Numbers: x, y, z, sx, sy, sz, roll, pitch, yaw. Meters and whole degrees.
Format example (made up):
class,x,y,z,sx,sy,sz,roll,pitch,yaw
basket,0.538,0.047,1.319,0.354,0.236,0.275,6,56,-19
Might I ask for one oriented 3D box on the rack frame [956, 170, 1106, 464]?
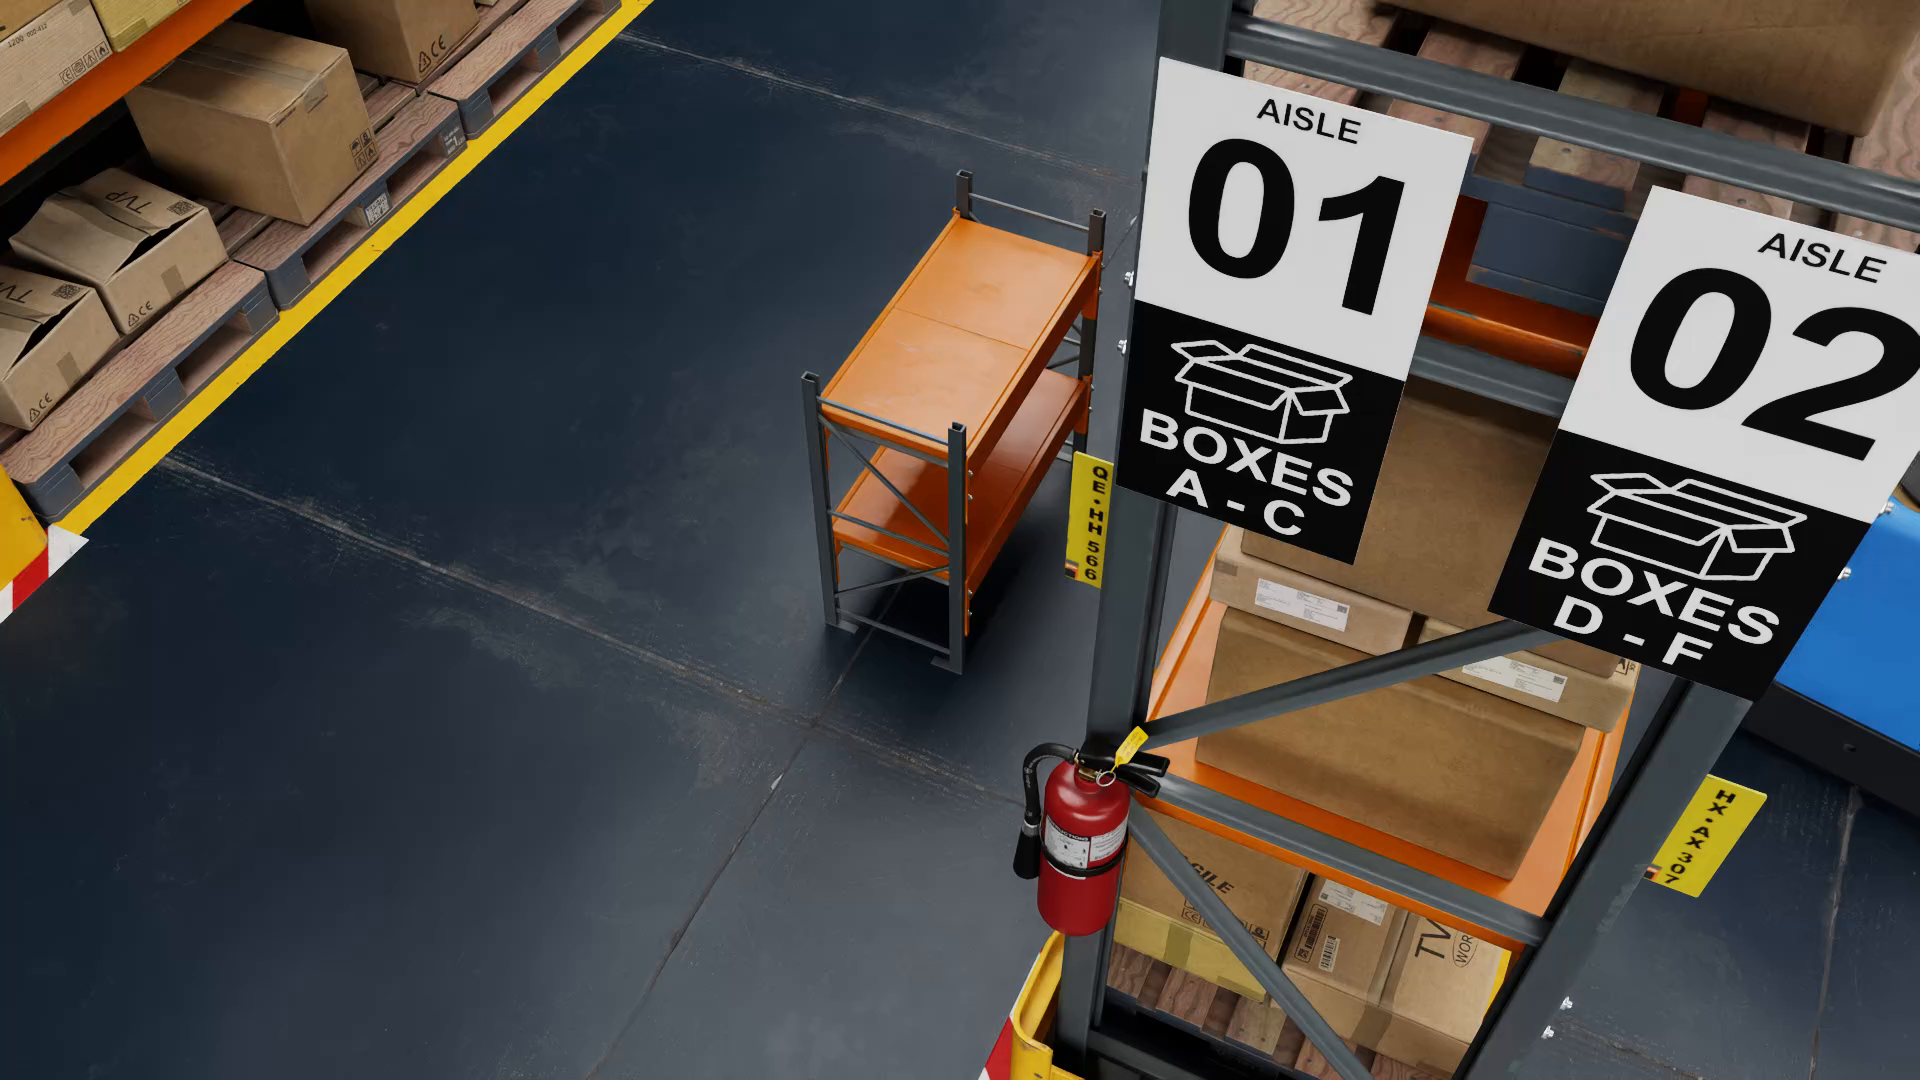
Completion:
class,x,y,z,sx,sy,sz,roll,pitch,yaw
rack frame,0.220,-0.719,5.623,0.500,1.125,0.032,20,52,16

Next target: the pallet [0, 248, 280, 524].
class,x,y,z,sx,sy,sz,roll,pitch,yaw
pallet,-3.348,-0.694,6.202,1.003,0.211,1.213,20,52,16

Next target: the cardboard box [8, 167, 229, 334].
class,x,y,z,sx,sy,sz,roll,pitch,yaw
cardboard box,-3.139,-1.108,6.200,0.500,0.311,0.500,24,54,19

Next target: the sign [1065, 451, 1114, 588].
class,x,y,z,sx,sy,sz,roll,pitch,yaw
sign,0.236,-0.026,2.887,0.100,0.325,0.005,20,52,16

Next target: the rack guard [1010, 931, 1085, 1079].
class,x,y,z,sx,sy,sz,roll,pitch,yaw
rack guard,0.711,1.439,4.198,1.175,0.500,0.348,20,52,16

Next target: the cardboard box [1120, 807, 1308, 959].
class,x,y,z,sx,sy,sz,roll,pitch,yaw
cardboard box,0.681,0.658,4.258,0.500,0.500,0.500,20,52,16

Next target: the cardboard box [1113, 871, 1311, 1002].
class,x,y,z,sx,sy,sz,roll,pitch,yaw
cardboard box,0.683,0.902,4.543,0.500,0.250,0.500,20,52,16

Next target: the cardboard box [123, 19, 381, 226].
class,x,y,z,sx,sy,sz,roll,pitch,yaw
cardboard box,-2.780,-1.658,6.544,0.700,0.500,0.500,17,52,14

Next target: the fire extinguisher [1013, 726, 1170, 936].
class,x,y,z,sx,sy,sz,roll,pitch,yaw
fire extinguisher,0.250,0.567,3.349,0.296,0.674,0.183,20,52,16

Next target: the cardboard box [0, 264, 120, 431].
class,x,y,z,sx,sy,sz,roll,pitch,yaw
cardboard box,-3.383,-0.716,5.866,0.500,0.311,0.500,14,51,12

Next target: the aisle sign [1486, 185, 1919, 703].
class,x,y,z,sx,sy,sz,roll,pitch,yaw
aisle sign,0.970,-0.086,2.146,0.394,0.787,0.004,20,52,16

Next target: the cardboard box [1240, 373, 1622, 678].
class,x,y,z,sx,sy,sz,roll,pitch,yaw
cardboard box,0.955,-0.195,3.029,0.700,0.500,0.500,20,52,16

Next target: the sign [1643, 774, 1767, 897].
class,x,y,z,sx,sy,sz,roll,pitch,yaw
sign,1.220,0.490,2.743,0.100,0.325,0.005,20,52,16

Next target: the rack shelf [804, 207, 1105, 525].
class,x,y,z,sx,sy,sz,roll,pitch,yaw
rack shelf,0.003,-0.559,5.103,0.538,0.278,1.000,20,52,16

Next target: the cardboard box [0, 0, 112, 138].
class,x,y,z,sx,sy,sz,roll,pitch,yaw
cardboard box,-3.055,-1.550,5.185,0.500,0.250,0.500,18,52,15

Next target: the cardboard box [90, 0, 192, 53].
class,x,y,z,sx,sy,sz,roll,pitch,yaw
cardboard box,-2.832,-1.899,5.482,0.500,0.250,0.500,19,52,16

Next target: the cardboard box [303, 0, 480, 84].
class,x,y,z,sx,sy,sz,roll,pitch,yaw
cardboard box,-2.458,-2.356,7.138,0.500,0.500,0.500,16,52,13

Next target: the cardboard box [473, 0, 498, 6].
class,x,y,z,sx,sy,sz,roll,pitch,yaw
cardboard box,-2.252,-2.598,7.562,0.380,0.166,0.250,14,51,11

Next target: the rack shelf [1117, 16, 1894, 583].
class,x,y,z,sx,sy,sz,roll,pitch,yaw
rack shelf,1.575,-1.504,3.563,1.077,0.370,4.000,20,52,16

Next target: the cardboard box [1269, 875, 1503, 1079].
class,x,y,z,sx,sy,sz,roll,pitch,yaw
cardboard box,1.151,1.070,4.400,0.500,0.250,0.500,20,52,16

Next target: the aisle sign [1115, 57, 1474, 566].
class,x,y,z,sx,sy,sz,roll,pitch,yaw
aisle sign,0.427,-0.281,2.312,0.394,0.787,0.004,20,52,16

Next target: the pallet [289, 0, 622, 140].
class,x,y,z,sx,sy,sz,roll,pitch,yaw
pallet,-2.306,-2.374,7.631,1.003,0.211,1.213,20,52,16

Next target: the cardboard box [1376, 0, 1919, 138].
class,x,y,z,sx,sy,sz,roll,pitch,yaw
cardboard box,0.970,-0.969,2.200,0.797,0.503,0.637,23,53,18

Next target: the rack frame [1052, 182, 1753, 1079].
class,x,y,z,sx,sy,sz,roll,pitch,yaw
rack frame,0.721,0.612,3.260,1.000,3.000,0.127,20,52,16

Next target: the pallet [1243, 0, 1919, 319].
class,x,y,z,sx,sy,sz,roll,pitch,yaw
pallet,1.046,-0.810,2.558,1.003,0.211,1.213,20,52,16

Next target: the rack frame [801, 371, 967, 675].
class,x,y,z,sx,sy,sz,roll,pitch,yaw
rack frame,-0.214,-0.019,5.028,0.500,1.125,0.032,20,52,16

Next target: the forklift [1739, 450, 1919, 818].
class,x,y,z,sx,sy,sz,roll,pitch,yaw
forklift,3.680,-1.048,4.718,1.130,2.935,3.031,30,56,23

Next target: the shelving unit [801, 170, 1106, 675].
class,x,y,z,sx,sy,sz,roll,pitch,yaw
shelving unit,0.003,-0.369,5.326,0.538,1.125,1.048,20,52,16

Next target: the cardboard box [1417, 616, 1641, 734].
class,x,y,z,sx,sy,sz,roll,pitch,yaw
cardboard box,1.083,0.169,3.145,0.380,0.149,0.250,19,52,16

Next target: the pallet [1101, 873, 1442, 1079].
class,x,y,z,sx,sy,sz,roll,pitch,yaw
pallet,1.010,0.975,4.781,1.003,0.211,1.213,20,52,16

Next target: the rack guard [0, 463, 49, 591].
class,x,y,z,sx,sy,sz,roll,pitch,yaw
rack guard,-3.727,-0.239,5.626,1.175,0.500,0.348,20,52,16

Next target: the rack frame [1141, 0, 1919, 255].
class,x,y,z,sx,sy,sz,roll,pitch,yaw
rack frame,0.721,-1.332,0.975,1.000,3.000,0.127,20,52,16

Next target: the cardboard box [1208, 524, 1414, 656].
class,x,y,z,sx,sy,sz,roll,pitch,yaw
cardboard box,0.712,0.044,3.251,0.380,0.149,0.250,19,52,15

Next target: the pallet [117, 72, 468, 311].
class,x,y,z,sx,sy,sz,roll,pitch,yaw
pallet,-2.826,-1.531,6.914,1.003,0.211,1.213,20,52,16

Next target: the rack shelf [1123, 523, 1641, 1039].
class,x,y,z,sx,sy,sz,roll,pitch,yaw
rack shelf,1.575,-0.532,4.706,1.077,0.370,4.000,20,52,16

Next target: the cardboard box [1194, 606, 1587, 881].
class,x,y,z,sx,sy,sz,roll,pitch,yaw
cardboard box,0.932,0.262,3.492,0.700,0.500,0.500,20,52,16

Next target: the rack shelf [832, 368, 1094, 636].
class,x,y,z,sx,sy,sz,roll,pitch,yaw
rack shelf,0.003,-0.211,5.512,0.538,0.278,1.000,20,52,16
